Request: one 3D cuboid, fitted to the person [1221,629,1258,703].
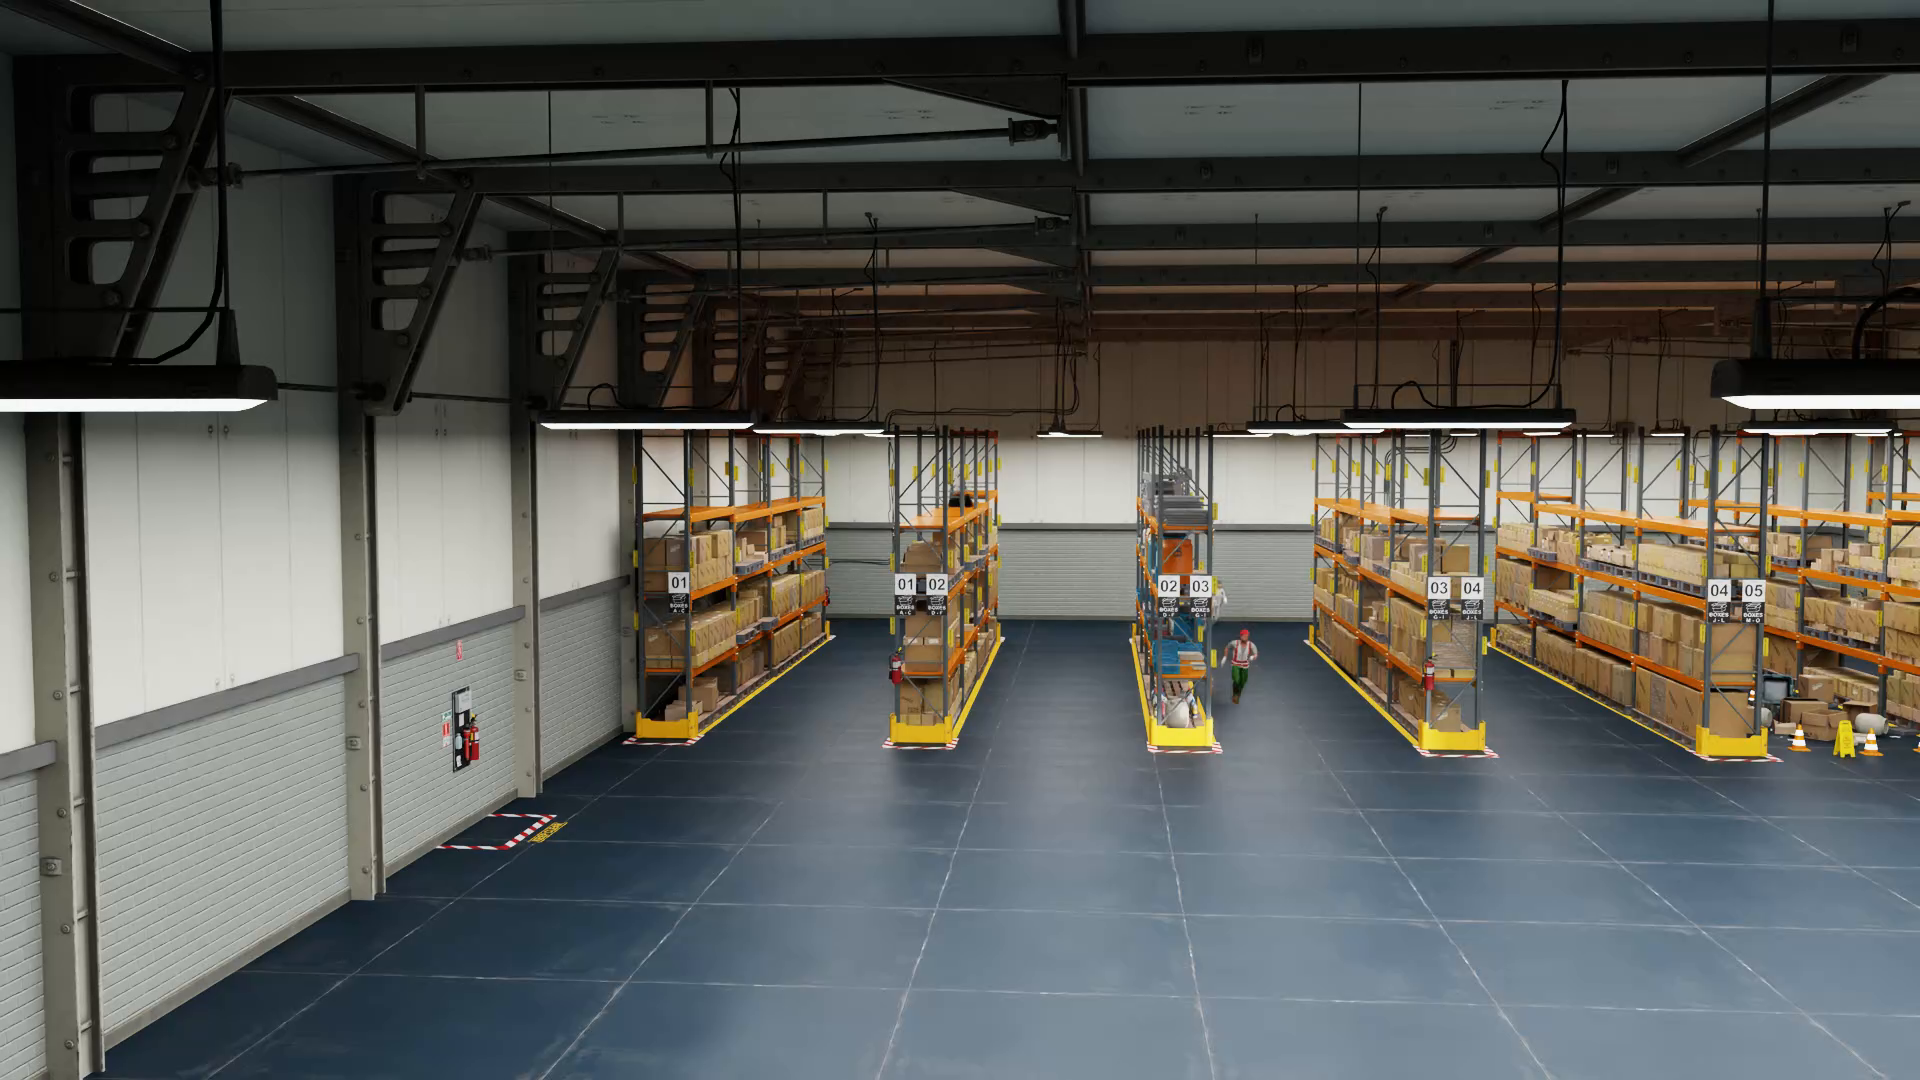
[{"bbox_3d":[6.039,2.725,35.818,0.692,1.649,0.963,0,3,-8],"label":"person"}]

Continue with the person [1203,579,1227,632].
[{"bbox_3d":[7.623,1.978,49.539,0.801,1.610,0.566,-2,4,-26],"label":"person"}]

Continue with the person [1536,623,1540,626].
[{"bbox_3d":[16.909,1.971,47.970,0.916,1.762,0.685,0,3,1],"label":"person"}]
